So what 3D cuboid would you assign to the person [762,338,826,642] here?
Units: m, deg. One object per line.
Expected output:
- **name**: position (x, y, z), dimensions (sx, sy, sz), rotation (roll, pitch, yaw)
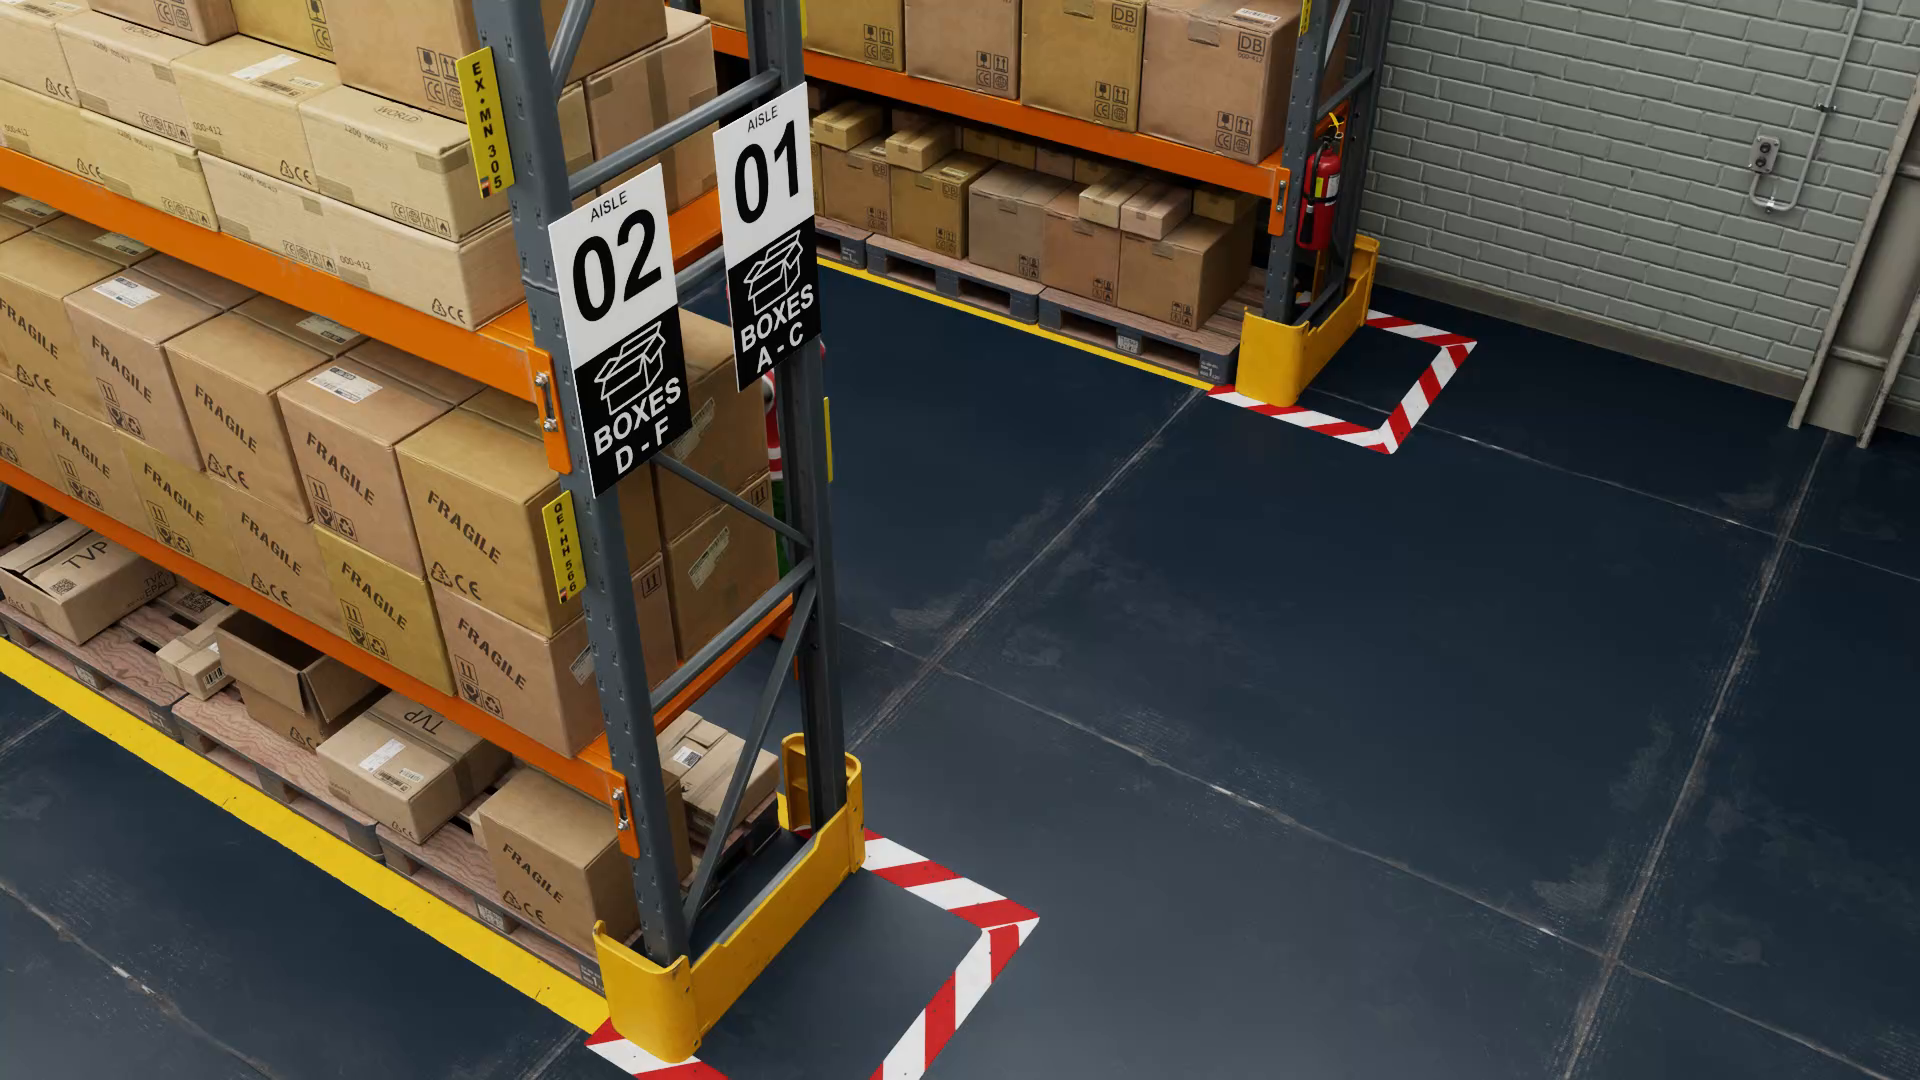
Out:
- **person**: position (-0.873, -0.372, 7.141), dimensions (0.570, 1.782, 0.494), rotation (22, 43, 26)
